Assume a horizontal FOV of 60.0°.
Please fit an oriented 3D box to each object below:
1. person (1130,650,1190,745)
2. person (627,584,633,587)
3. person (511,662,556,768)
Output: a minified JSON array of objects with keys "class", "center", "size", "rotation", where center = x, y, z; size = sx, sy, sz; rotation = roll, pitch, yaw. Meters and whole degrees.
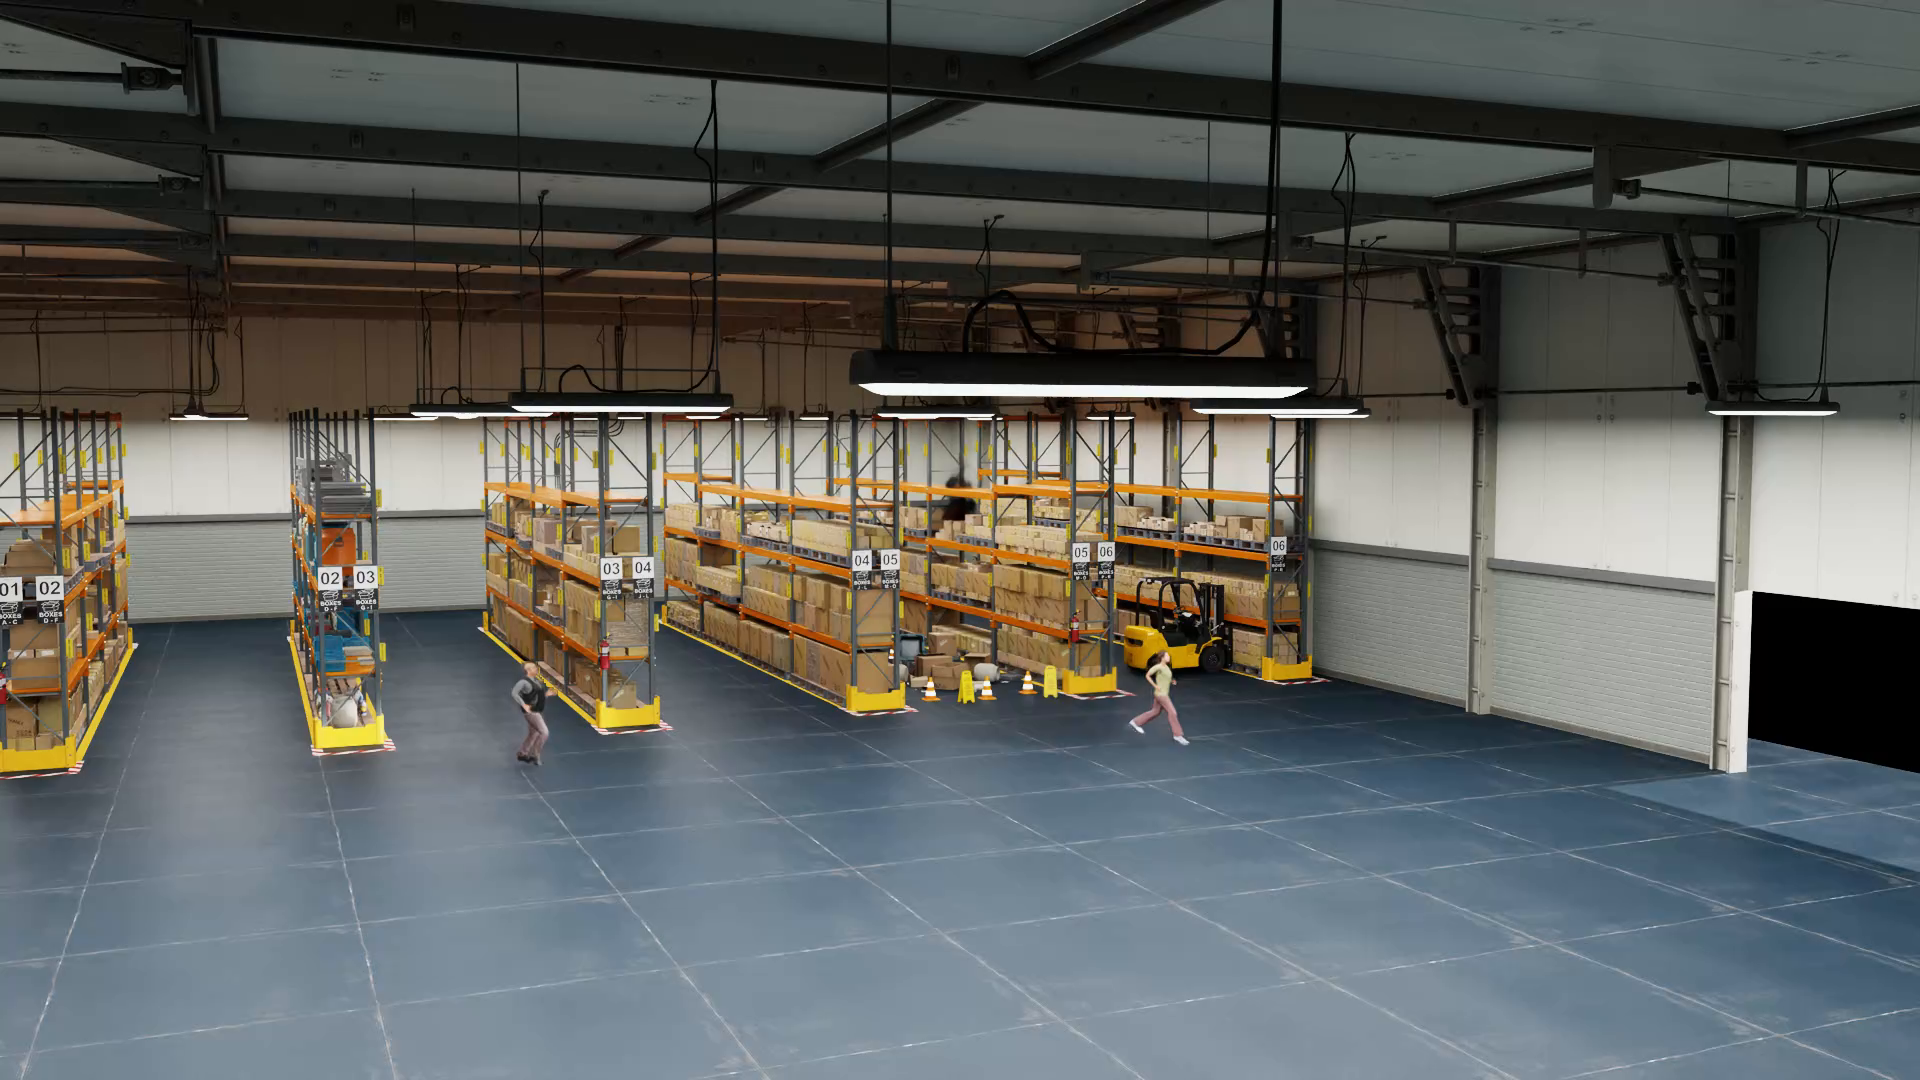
[{"class":"person","center":[3.597,2.811,29.891],"size":[1.109,1.664,0.543],"rotation":[1,4,16]},{"class":"person","center":[-9.069,1.712,45.911],"size":[0.683,1.623,0.657],"rotation":[-1,4,-20]},{"class":"person","center":[-7.114,2.925,27.801],"size":[0.701,1.763,0.637],"rotation":[0,4,6]}]
